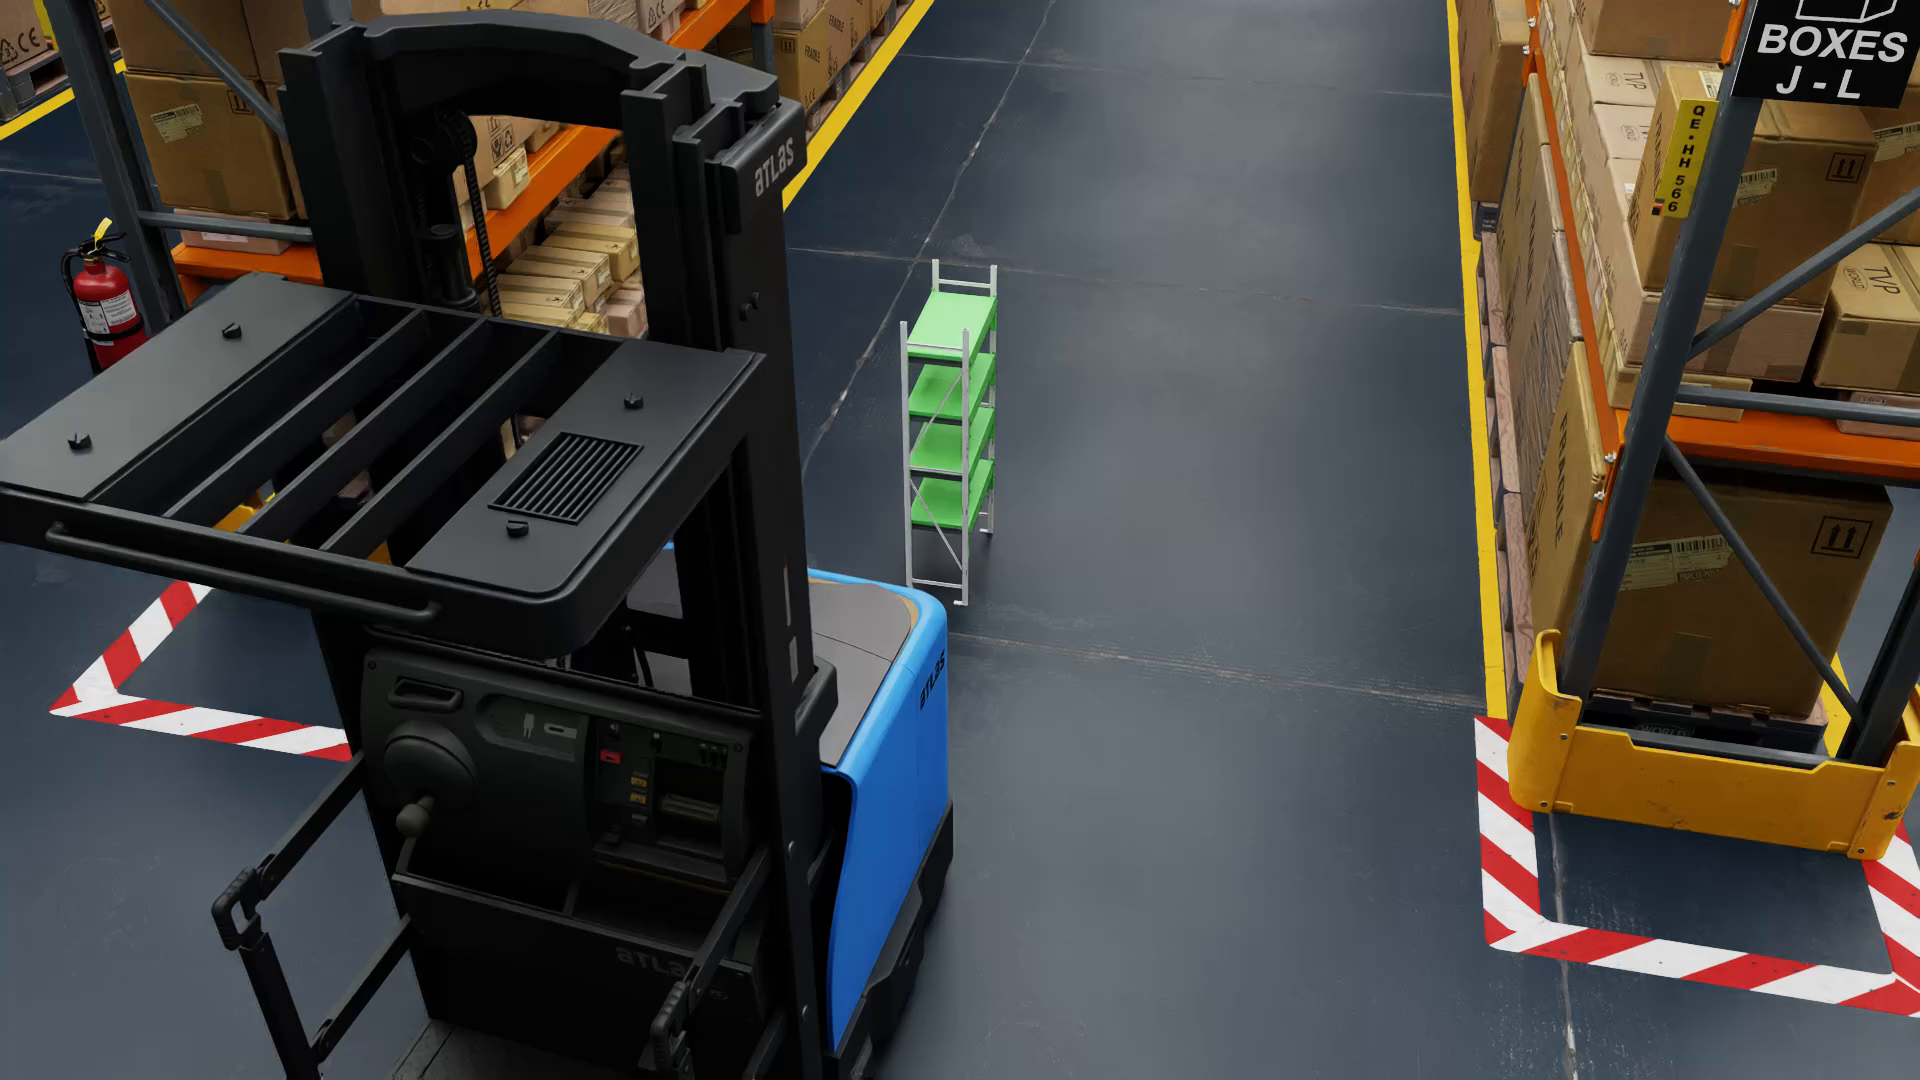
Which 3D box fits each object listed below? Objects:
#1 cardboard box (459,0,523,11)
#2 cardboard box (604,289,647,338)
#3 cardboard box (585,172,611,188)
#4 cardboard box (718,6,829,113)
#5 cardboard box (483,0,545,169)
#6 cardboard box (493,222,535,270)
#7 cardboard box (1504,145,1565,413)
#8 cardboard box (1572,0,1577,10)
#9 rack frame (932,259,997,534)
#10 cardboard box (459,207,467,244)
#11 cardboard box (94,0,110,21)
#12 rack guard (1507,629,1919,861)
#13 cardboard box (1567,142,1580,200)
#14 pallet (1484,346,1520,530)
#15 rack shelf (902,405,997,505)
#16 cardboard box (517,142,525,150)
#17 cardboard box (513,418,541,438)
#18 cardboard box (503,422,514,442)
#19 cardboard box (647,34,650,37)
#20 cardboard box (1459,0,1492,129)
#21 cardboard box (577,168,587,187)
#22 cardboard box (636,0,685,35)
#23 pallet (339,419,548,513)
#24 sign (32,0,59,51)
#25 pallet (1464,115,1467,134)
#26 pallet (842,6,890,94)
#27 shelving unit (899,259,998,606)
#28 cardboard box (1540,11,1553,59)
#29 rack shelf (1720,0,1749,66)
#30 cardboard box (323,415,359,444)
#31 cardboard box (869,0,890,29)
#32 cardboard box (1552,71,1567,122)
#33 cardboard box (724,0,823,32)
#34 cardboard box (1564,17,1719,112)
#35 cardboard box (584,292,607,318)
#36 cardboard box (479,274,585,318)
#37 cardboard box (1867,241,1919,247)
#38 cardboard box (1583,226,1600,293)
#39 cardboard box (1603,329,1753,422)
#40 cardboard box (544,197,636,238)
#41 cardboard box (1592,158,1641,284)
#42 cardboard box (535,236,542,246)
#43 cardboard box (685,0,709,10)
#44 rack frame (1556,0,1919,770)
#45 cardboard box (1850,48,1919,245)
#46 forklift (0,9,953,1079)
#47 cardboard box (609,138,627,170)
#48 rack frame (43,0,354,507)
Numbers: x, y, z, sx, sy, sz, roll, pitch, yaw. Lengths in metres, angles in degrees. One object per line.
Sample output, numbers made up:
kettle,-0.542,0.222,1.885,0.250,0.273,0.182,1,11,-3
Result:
cardboard box,-1.924,-2.123,5.933,0.500,0.500,0.500,8,37,11
cardboard box,-1.672,-1.046,7.709,0.380,0.149,0.250,6,36,8
cardboard box,-1.960,-1.850,8.565,0.380,0.149,0.250,6,36,8
cardboard box,-1.109,-2.885,9.947,0.500,0.500,0.500,9,37,12
cardboard box,-1.925,-1.737,6.252,0.500,0.500,0.500,7,37,10
cardboard box,-2.189,-1.375,7.656,0.380,0.149,0.250,6,36,8
cardboard box,2.887,-1.082,7.140,0.875,0.875,0.875,7,37,10
cardboard box,2.833,-2.496,6.874,0.500,0.500,0.500,7,37,10
rack frame,0.017,-0.531,6.460,0.240,1.200,0.015,7,37,10
cardboard box,-1.991,-1.086,5.907,0.380,0.149,0.250,7,37,10
cardboard box,-6.144,-4.093,11.294,0.875,0.875,0.875,8,37,11
rack guard,2.438,0.662,5.411,1.175,0.500,0.348,7,37,10
cardboard box,2.525,-1.384,6.317,0.380,0.149,0.250,8,37,11
pallet,2.801,-0.400,7.122,1.003,0.211,1.213,7,37,10
rack shelf,-0.035,-0.339,6.304,0.258,0.148,0.480,7,37,10
cardboard box,-1.946,-1.551,6.548,0.380,0.149,0.250,9,37,12
cardboard box,-1.980,-0.480,6.927,0.380,0.149,0.250,7,37,10
cardboard box,-2.018,-0.448,6.630,0.380,0.149,0.250,9,37,12
cardboard box,-1.637,-2.291,7.570,0.380,0.149,0.250,7,36,9
cardboard box,3.605,-2.849,9.577,1.225,0.875,0.875,6,36,8
cardboard box,-2.092,-1.832,8.286,0.380,0.149,0.250,8,37,11
cardboard box,-1.573,-2.602,7.446,0.500,0.500,0.500,7,37,10
pallet,-2.156,-0.419,7.149,1.003,0.211,1.213,7,37,10
sign,-2.918,-1.721,5.313,0.100,0.325,0.005,7,37,10
pallet,3.648,-2.681,10.270,1.003,0.211,1.213,7,37,10
pallet,-1.103,-3.356,11.200,1.003,0.211,1.213,7,37,10
shelving unit,-0.035,-0.391,6.267,0.258,1.200,0.503,7,37,10
cardboard box,2.854,-2.277,7.549,0.380,0.149,0.250,6,36,8
rack shelf,2.871,-2.434,5.609,1.077,0.370,4.000,7,37,10
cardboard box,-2.546,-0.518,6.727,0.380,0.149,0.250,6,36,9
cardboard box,-0.768,-3.775,11.175,0.500,0.500,0.500,6,36,8
cardboard box,2.689,-1.828,6.930,0.380,0.149,0.250,7,36,9
cardboard box,-1.110,-3.189,9.727,0.500,0.250,0.500,6,36,8
cardboard box,2.725,-1.898,6.687,0.500,0.250,0.500,8,37,11
cardboard box,-1.813,-1.047,7.456,0.380,0.149,0.250,6,36,8
cardboard box,-1.844,-1.012,7.155,0.380,0.149,0.250,6,36,8
cardboard box,2.914,-0.964,5.398,0.500,0.250,0.500,7,37,9
cardboard box,2.361,-0.944,5.711,0.380,0.149,0.250,8,37,11
cardboard box,2.198,-0.508,5.108,0.380,0.149,0.250,8,37,11
cardboard box,-1.715,-1.471,7.788,0.380,0.149,0.250,7,37,10
cardboard box,2.397,-1.025,5.483,0.500,0.250,0.500,7,36,9
cardboard box,-2.235,-1.421,7.972,0.380,0.149,0.250,8,37,10
cardboard box,-1.422,-2.735,8.181,0.380,0.149,0.250,9,37,12
rack frame,2.444,-0.364,4.696,1.000,3.000,0.127,7,37,10
cardboard box,2.917,-1.255,5.161,0.500,0.500,0.500,6,36,9
forklift,-0.953,0.573,3.461,1.130,2.935,3.031,11,37,14
cardboard box,-1.541,-1.923,8.411,0.380,0.149,0.250,8,37,11
rack frame,-2.380,-1.043,5.634,1.000,3.000,0.127,7,37,10
